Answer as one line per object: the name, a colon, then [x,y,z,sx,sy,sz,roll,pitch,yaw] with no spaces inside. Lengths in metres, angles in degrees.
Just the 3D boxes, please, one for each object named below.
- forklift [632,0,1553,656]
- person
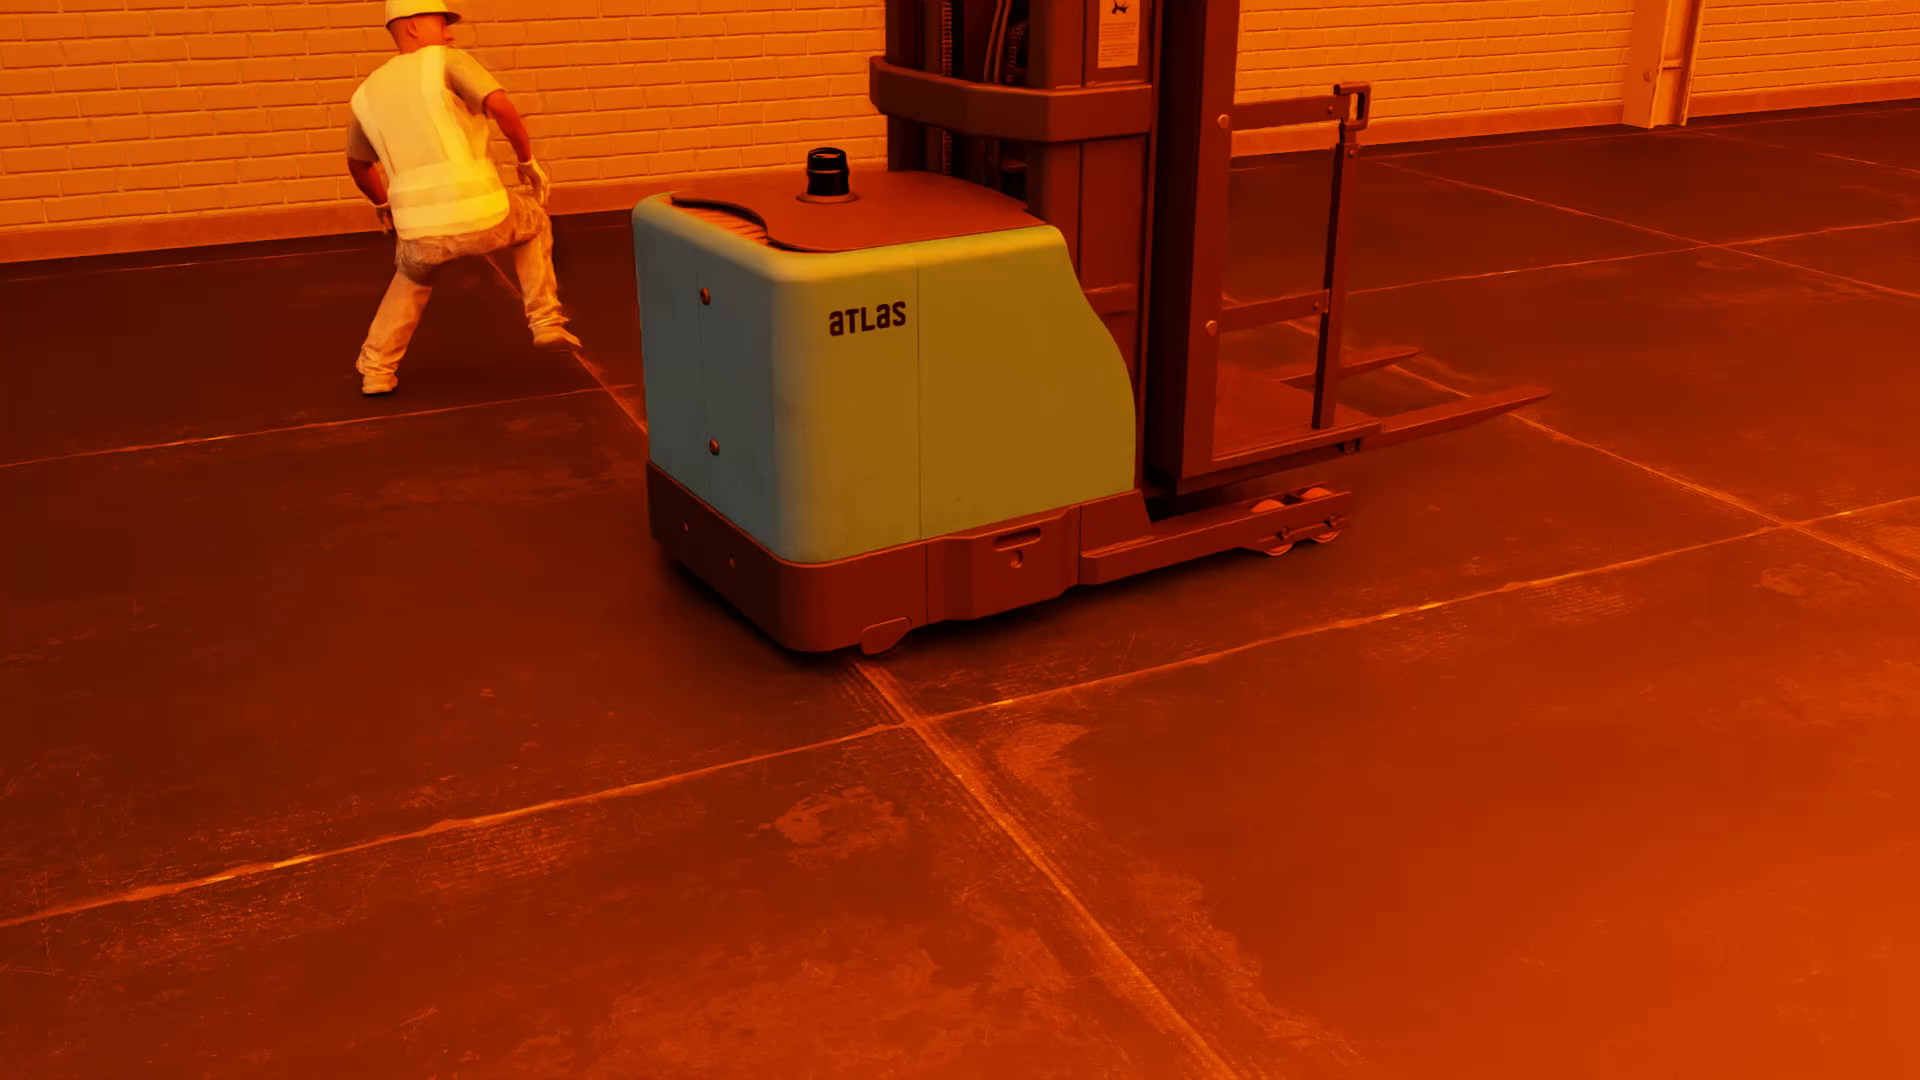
forklift: [0.599,-1.463,4.808,3.031,2.935,1.130,-13,26,-29]
person: [-1.939,-1.294,6.317,0.841,1.538,0.696,2,23,4]
